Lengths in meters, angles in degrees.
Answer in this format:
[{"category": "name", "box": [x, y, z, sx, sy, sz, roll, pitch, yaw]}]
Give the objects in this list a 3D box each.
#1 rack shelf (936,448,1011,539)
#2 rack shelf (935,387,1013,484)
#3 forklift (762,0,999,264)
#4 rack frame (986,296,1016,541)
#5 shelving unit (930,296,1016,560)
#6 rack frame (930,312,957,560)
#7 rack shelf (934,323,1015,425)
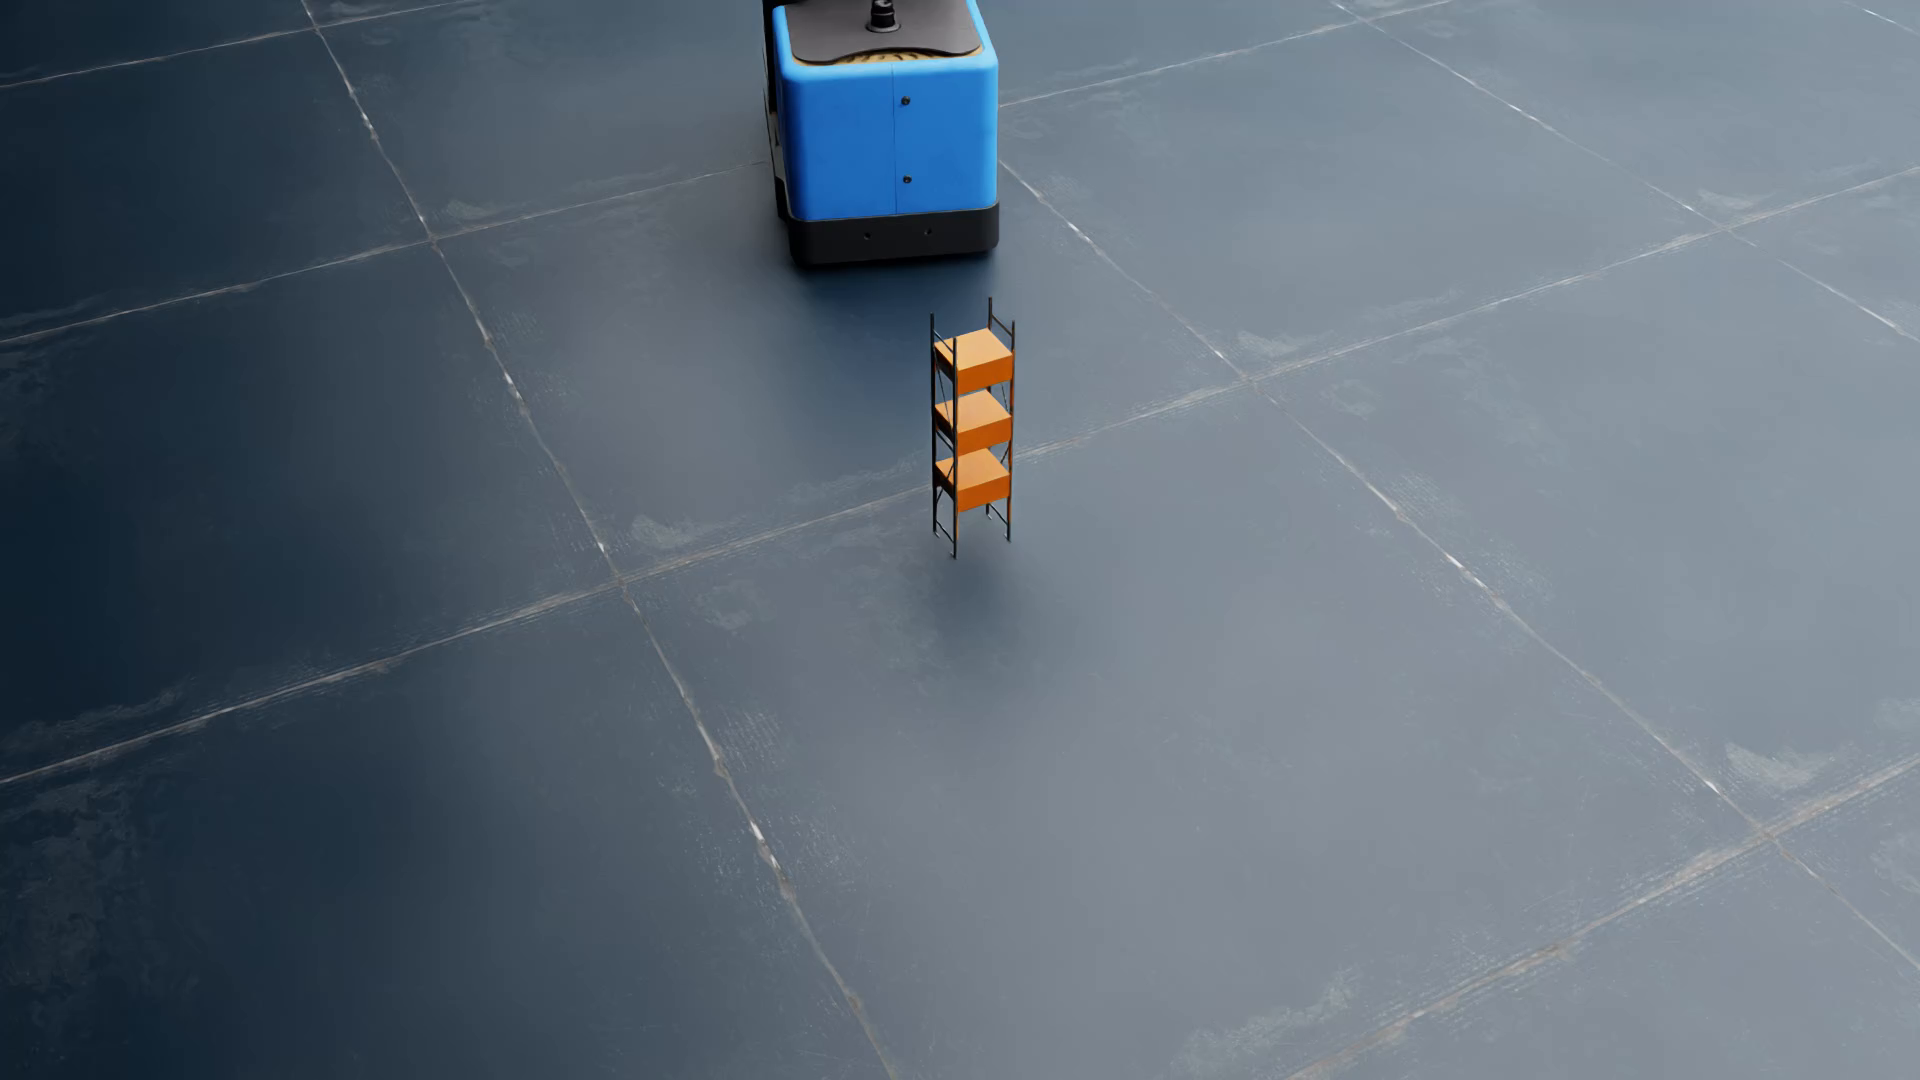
[{"category": "rack shelf", "box": [0.047, -0.196, 6.616, 0.240, 0.259, 0.215, -19, 44, -21]}, {"category": "rack shelf", "box": [0.047, -0.409, 6.437, 0.240, 0.259, 0.215, -19, 44, -21]}, {"category": "forklift", "box": [-0.531, -3.439, 8.544, 1.130, 2.935, 3.031, -5, 41, -6]}, {"category": "rack frame", "box": [0.156, -0.453, 6.473, 0.008, 1.050, 0.200, -19, 44, -21]}, {"category": "shelving unit", "box": [0.047, -0.417, 6.430, 0.252, 1.050, 0.215, -19, 44, -21]}, {"category": "rack frame", "box": [-0.061, -0.380, 6.387, 0.008, 1.050, 0.200, -19, 44, -21]}, {"category": "rack shelf", "box": [0.047, -0.625, 6.253, 0.240, 0.259, 0.215, -19, 44, -21]}]
